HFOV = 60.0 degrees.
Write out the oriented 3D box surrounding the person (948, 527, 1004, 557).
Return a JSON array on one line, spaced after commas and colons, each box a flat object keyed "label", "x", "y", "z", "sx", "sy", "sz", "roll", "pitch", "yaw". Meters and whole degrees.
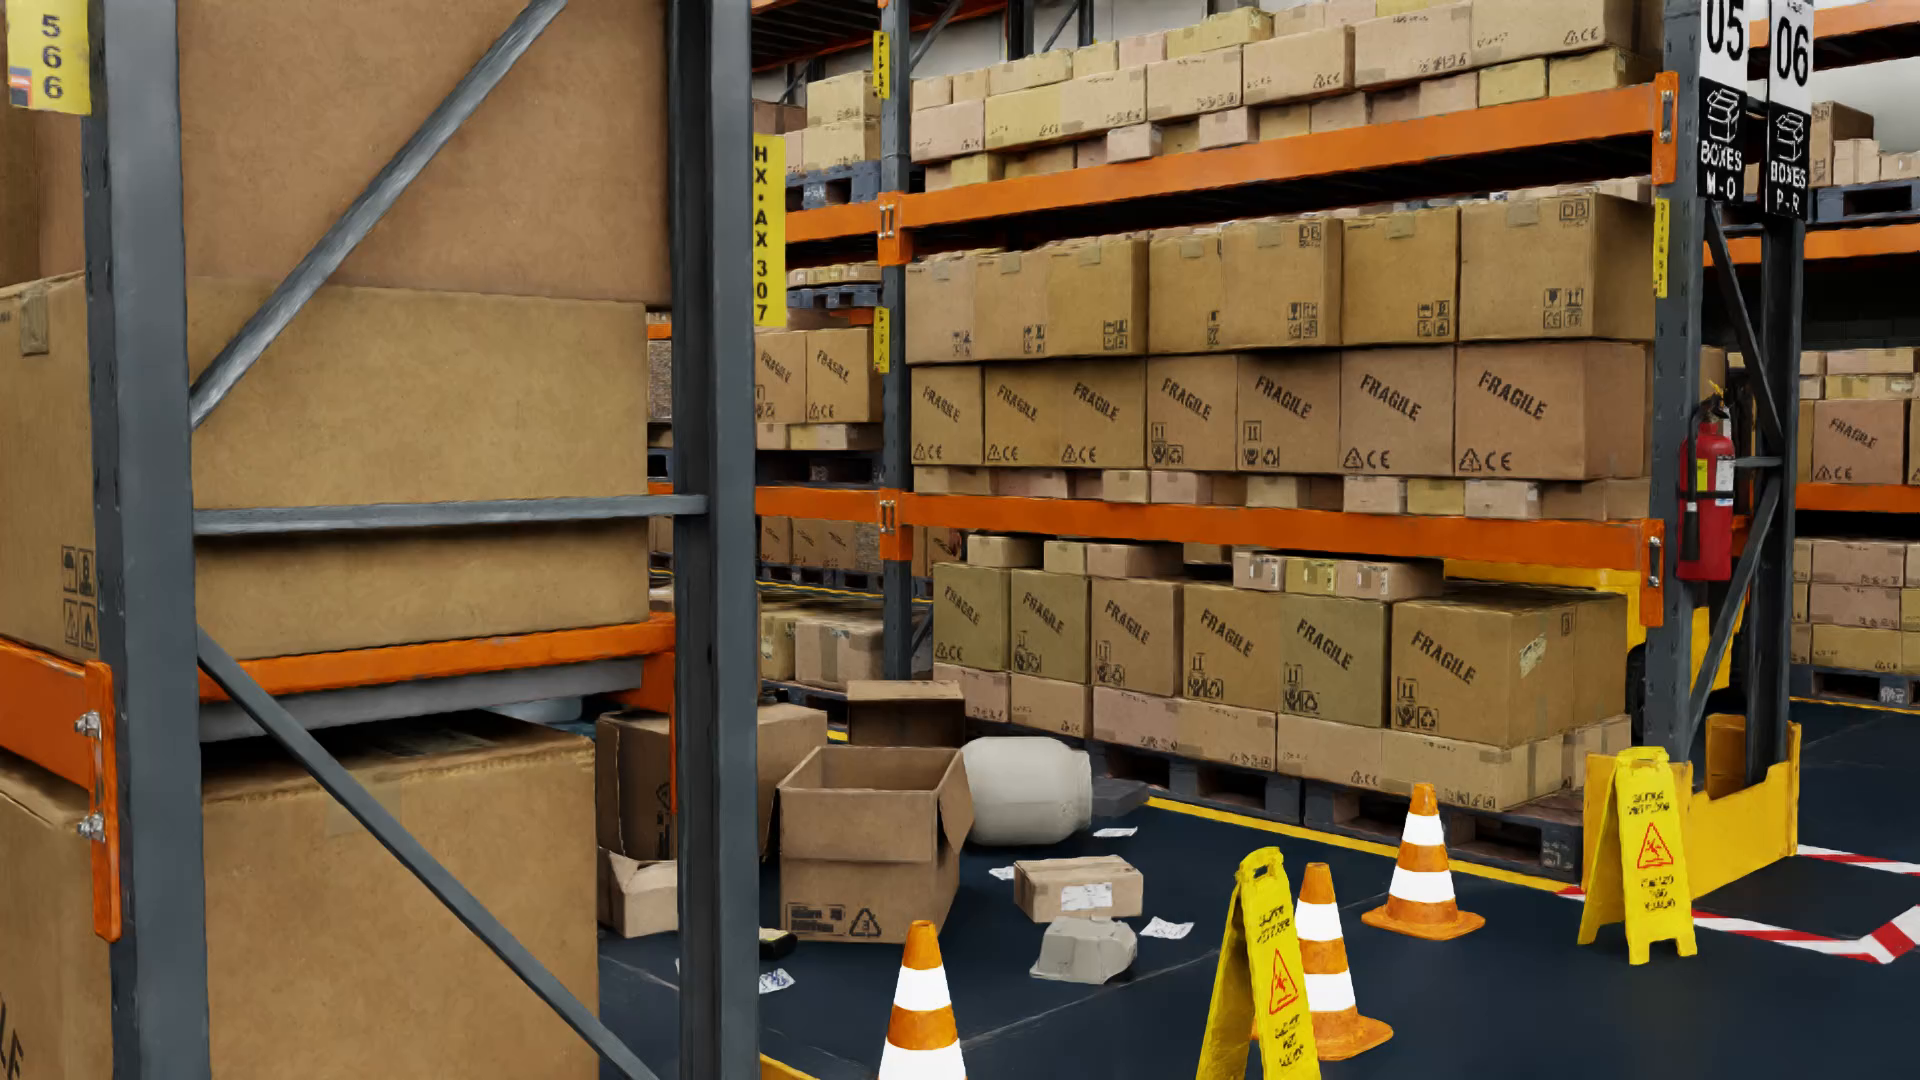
[{"label": "person", "x": 0.263, "y": -0.046, "z": 11.961, "sx": 0.705, "sy": 1.723, "sz": 0.539, "roll": 4, "pitch": 5, "yaw": 43}]
